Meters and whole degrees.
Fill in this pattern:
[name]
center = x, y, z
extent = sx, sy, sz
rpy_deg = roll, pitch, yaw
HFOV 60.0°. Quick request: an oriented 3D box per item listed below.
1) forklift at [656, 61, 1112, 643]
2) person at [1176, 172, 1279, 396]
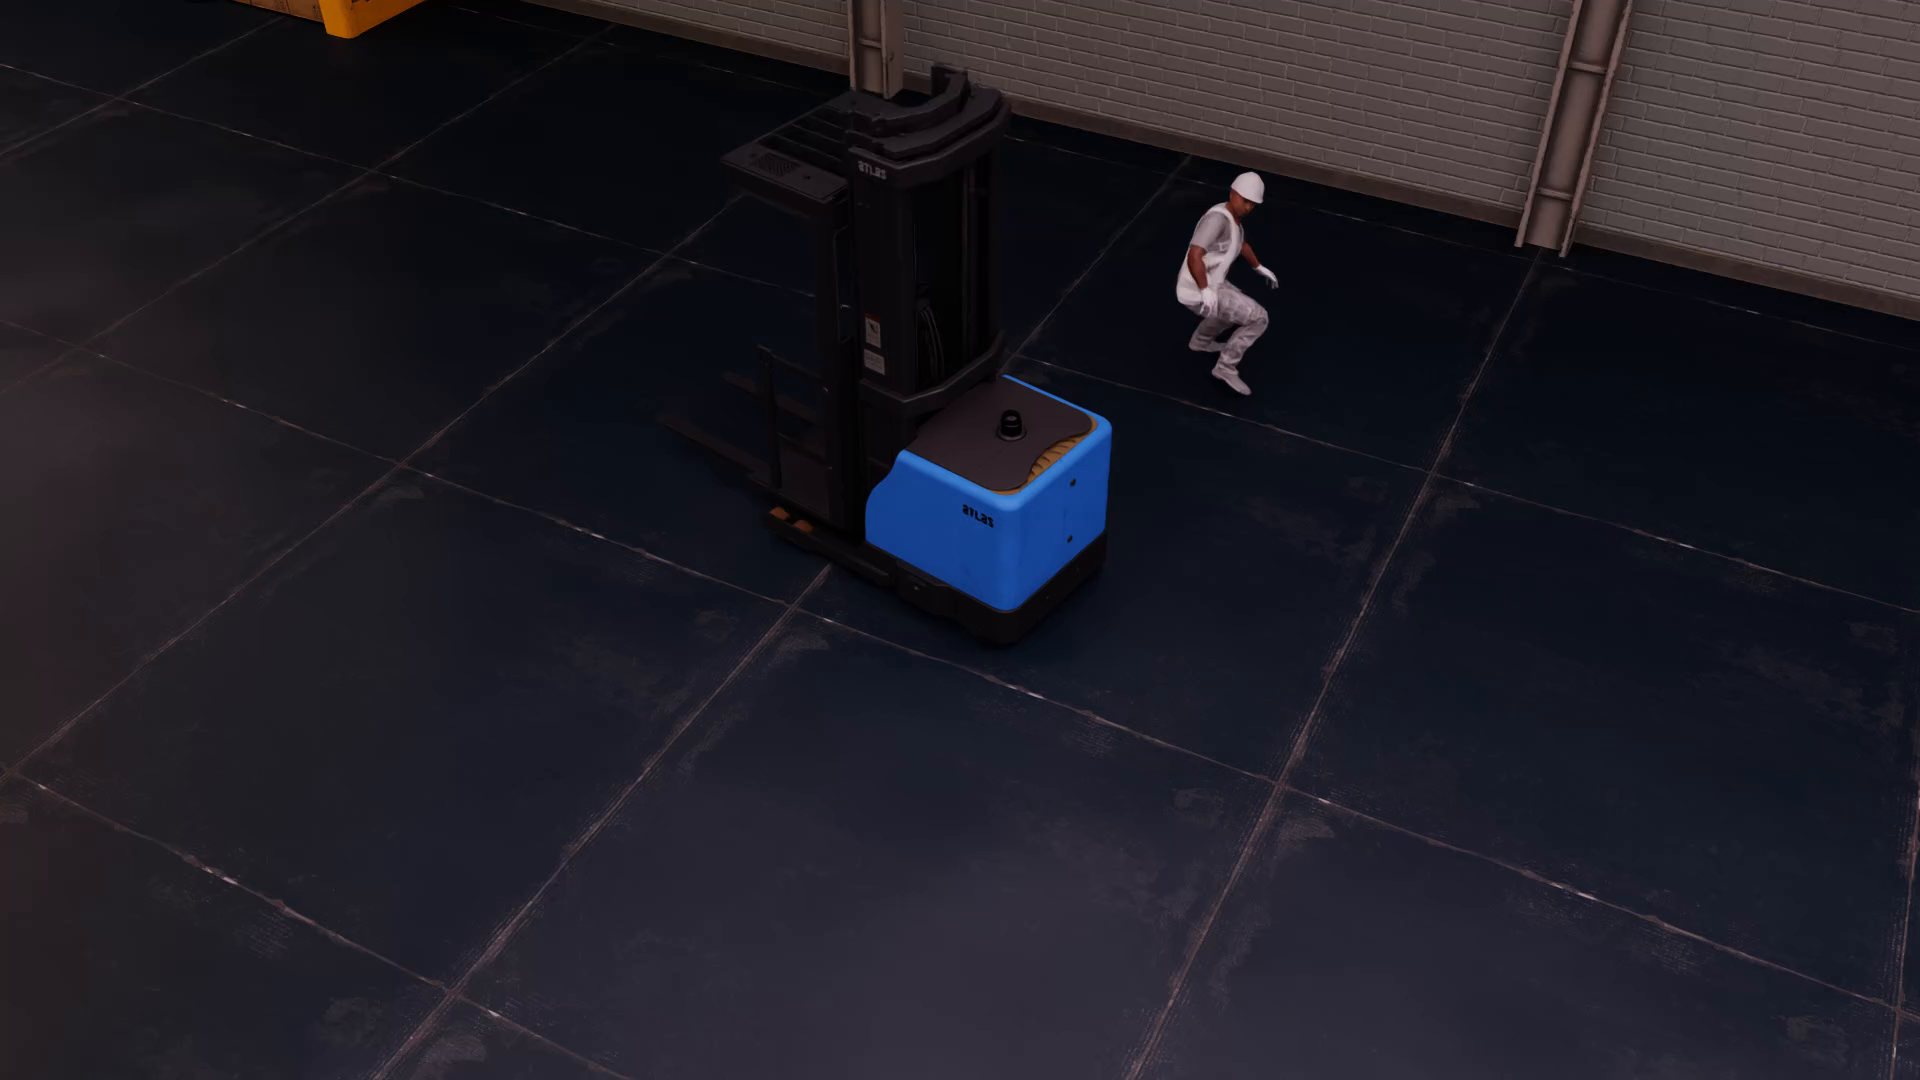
[forklift]
center = -0.594, -1.318, 9.552
extent = 3.031, 2.935, 1.130
rpy_deg = 27, 47, 28
[person]
center = 1.807, -1.716, 11.166
extent = 0.697, 1.530, 0.826
rpy_deg = 6, 40, 7
